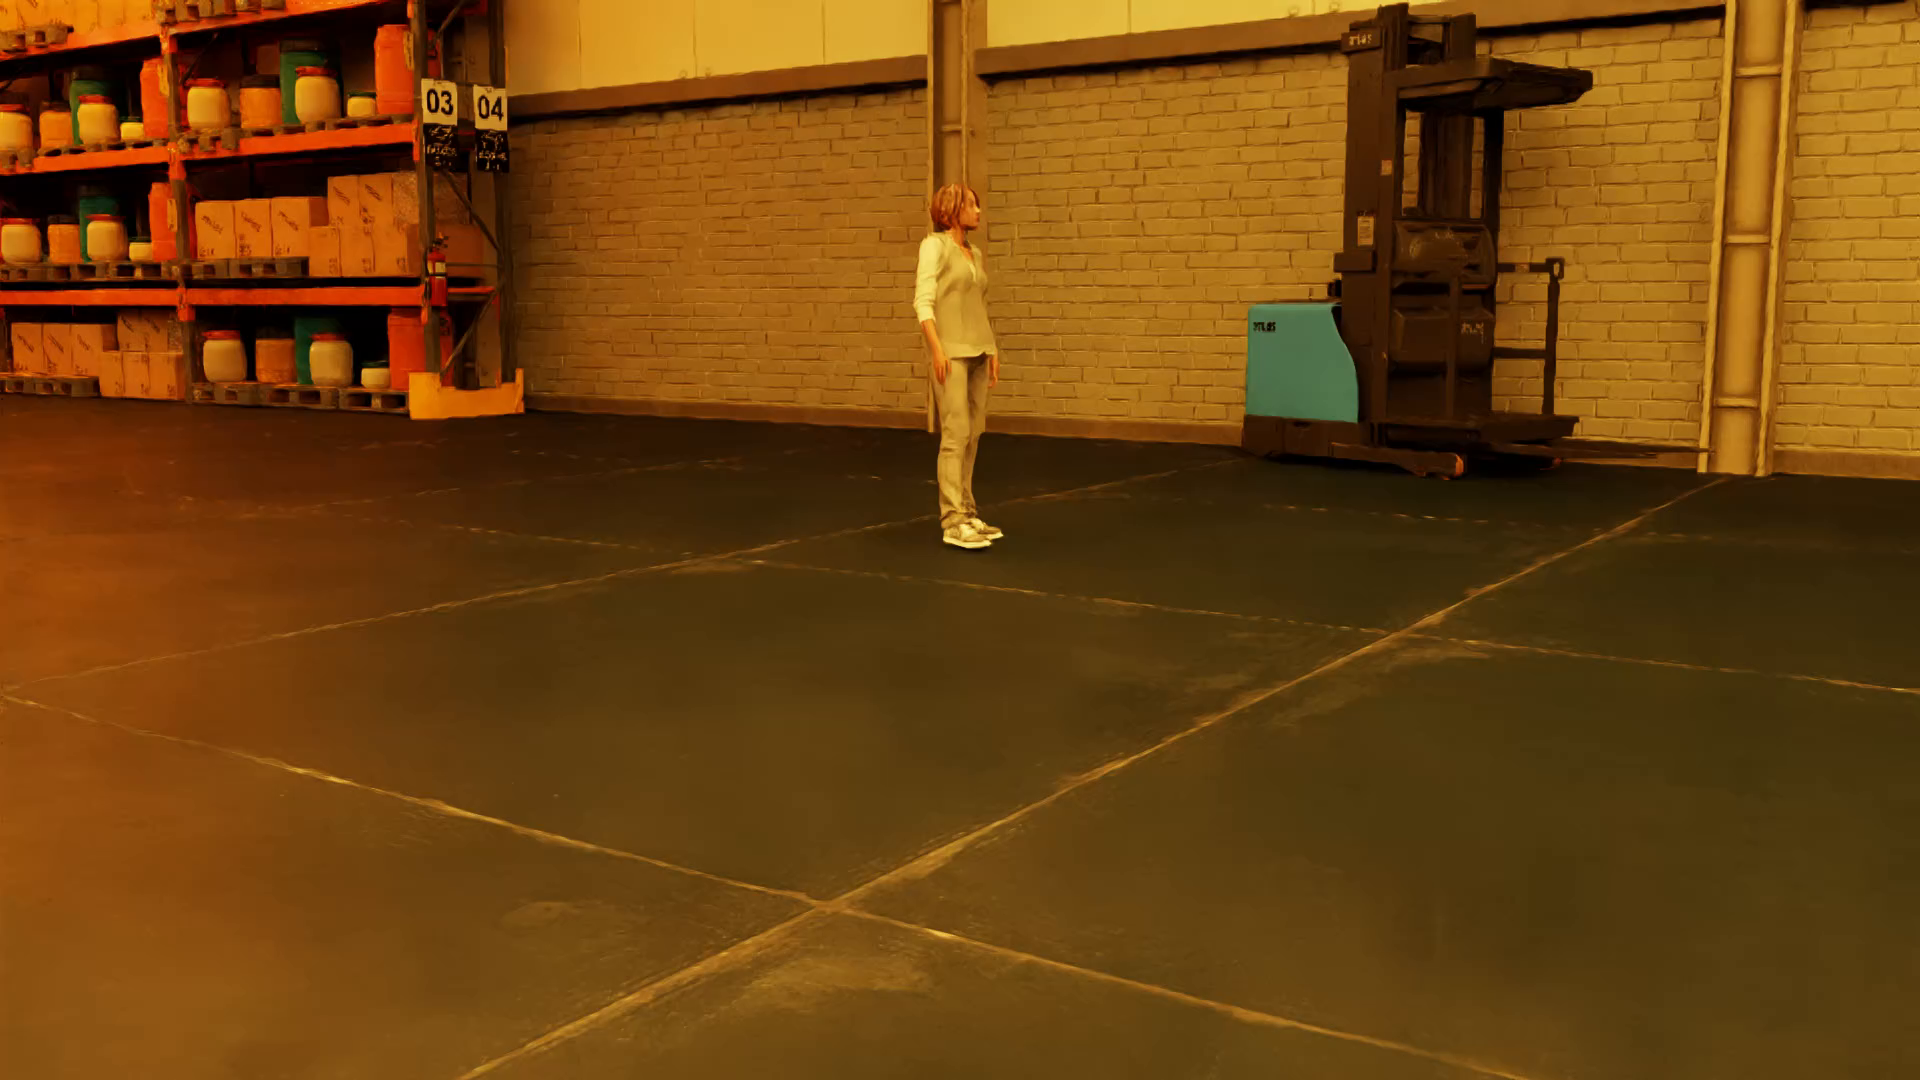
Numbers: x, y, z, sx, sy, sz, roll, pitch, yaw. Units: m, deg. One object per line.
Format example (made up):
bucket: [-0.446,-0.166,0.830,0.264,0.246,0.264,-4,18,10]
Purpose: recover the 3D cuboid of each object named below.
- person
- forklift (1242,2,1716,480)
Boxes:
person: [0.054,-0.790,7.438,0.474,1.597,0.521,5,10,34]
forklift: [3.242,-1.895,10.517,1.130,2.935,3.031,-6,10,-36]
